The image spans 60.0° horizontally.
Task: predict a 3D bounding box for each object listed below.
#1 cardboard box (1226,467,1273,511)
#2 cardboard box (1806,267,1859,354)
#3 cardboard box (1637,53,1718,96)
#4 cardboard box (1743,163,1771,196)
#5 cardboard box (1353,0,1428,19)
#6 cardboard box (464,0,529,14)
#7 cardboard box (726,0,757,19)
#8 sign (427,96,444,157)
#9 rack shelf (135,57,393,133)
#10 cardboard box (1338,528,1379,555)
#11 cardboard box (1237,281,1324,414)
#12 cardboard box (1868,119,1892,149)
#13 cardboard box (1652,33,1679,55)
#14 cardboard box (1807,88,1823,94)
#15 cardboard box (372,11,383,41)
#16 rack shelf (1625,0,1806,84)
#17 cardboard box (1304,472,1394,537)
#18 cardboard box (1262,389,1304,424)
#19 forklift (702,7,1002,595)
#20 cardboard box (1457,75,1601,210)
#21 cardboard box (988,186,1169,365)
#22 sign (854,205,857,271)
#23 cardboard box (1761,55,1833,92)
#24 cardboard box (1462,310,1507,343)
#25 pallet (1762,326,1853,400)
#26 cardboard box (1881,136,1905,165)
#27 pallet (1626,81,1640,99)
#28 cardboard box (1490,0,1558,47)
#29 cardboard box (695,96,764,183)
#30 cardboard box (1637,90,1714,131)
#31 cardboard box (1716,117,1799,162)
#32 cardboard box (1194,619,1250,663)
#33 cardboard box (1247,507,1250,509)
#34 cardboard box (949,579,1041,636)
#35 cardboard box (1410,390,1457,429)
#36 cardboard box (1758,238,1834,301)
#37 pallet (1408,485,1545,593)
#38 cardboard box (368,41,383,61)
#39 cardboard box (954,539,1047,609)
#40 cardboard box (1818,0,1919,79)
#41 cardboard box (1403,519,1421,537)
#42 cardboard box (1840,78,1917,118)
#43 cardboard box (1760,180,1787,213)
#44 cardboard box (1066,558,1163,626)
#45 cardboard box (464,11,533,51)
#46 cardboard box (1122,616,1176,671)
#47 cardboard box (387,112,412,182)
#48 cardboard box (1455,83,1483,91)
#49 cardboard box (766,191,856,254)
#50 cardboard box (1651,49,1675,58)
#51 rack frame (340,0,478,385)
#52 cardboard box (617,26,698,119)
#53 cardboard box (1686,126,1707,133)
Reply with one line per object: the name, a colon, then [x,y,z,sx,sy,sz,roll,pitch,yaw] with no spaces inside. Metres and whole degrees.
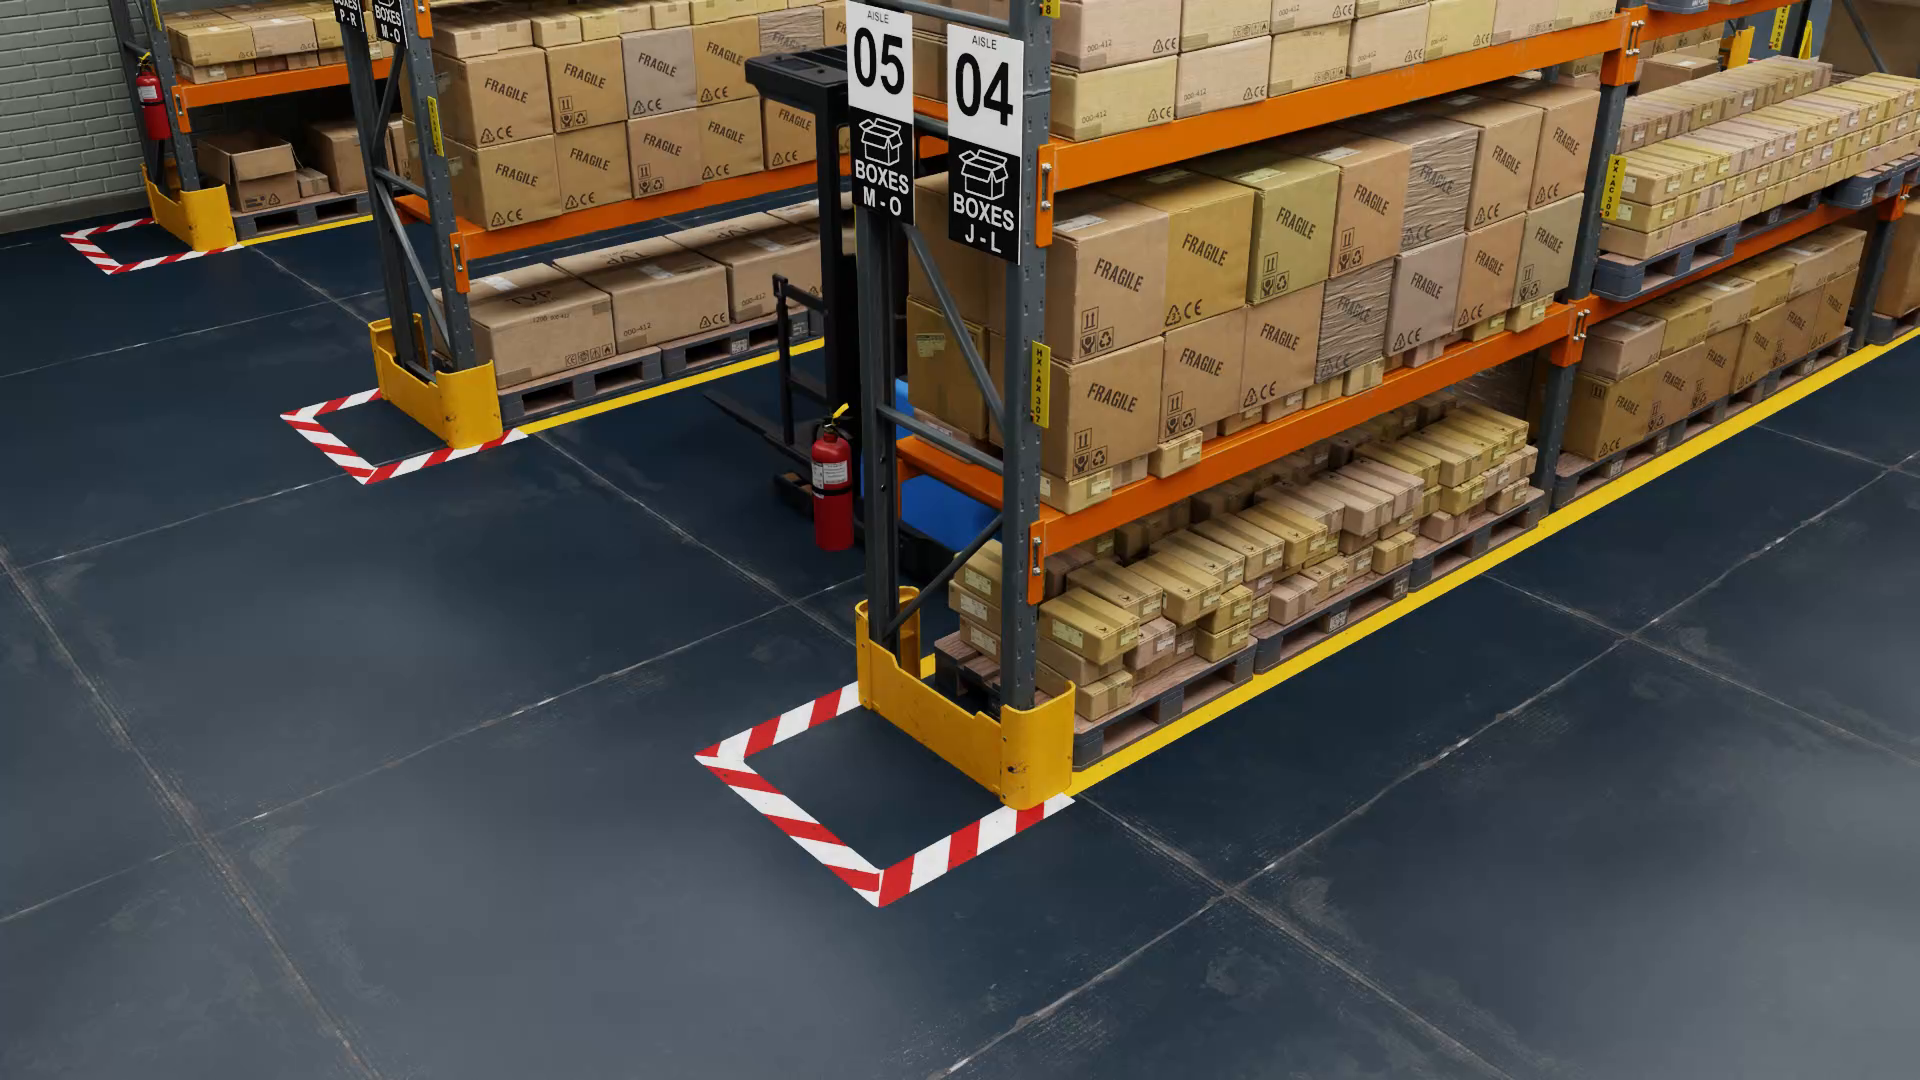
cardboard box: [1.387,-0.309,8.593,0.250,0.149,0.380,-22,35,-35]
cardboard box: [5.701,-1.630,11.324,0.500,0.500,0.500,-22,35,-35]
cardboard box: [6.964,-4.412,16.172,0.500,0.500,0.500,-22,35,-35]
cardboard box: [4.381,-2.102,9.506,0.250,0.149,0.380,-20,34,-33]
cardboard box: [1.621,-2.379,6.965,0.500,0.250,0.500,-23,36,-37]
cardboard box: [-2.881,-3.287,10.363,0.250,0.149,0.380,-22,35,-35]
cardboard box: [-1.519,-3.476,10.717,0.250,0.149,0.380,-22,35,-35]
sign: [-2.988,-2.355,9.471,0.005,0.325,0.100,-22,35,-35]
rack shelf: [-5.046,-4.212,14.712,4.000,0.370,1.077,-22,35,-35]
cardboard box: [1.913,-0.090,8.500,0.250,0.149,0.380,-24,36,-37]
cardboard box: [1.239,-0.927,7.380,0.500,0.500,0.500,-21,35,-34]
cardboard box: [5.552,-2.570,10.381,0.250,0.149,0.380,-21,35,-34]
cardboard box: [7.605,-5.685,18.382,0.500,0.500,0.500,-23,36,-36]
cardboard box: [5.534,-2.972,11.134,0.250,0.149,0.380,-20,34,-33]
cardboard box: [-4.906,-4.499,14.330,0.500,0.250,0.500,-23,36,-36]
rack shelf: [4.511,-3.236,9.703,4.000,0.370,1.077,-22,35,-35]
cardboard box: [1.943,-0.181,8.355,0.250,0.149,0.380,-23,36,-37]
cardboard box: [1.348,-0.689,7.624,0.250,0.149,0.380,-23,36,-36]
forklift: [-0.426,-1.577,9.091,1.130,2.935,3.031,-21,34,-34]
cardboard box: [2.807,-1.994,8.316,0.500,0.500,0.500,-23,36,-37]
cardboard box: [0.460,-1.053,6.556,0.500,0.500,0.500,-22,35,-35]
sign: [-0.399,-1.250,6.843,0.005,0.325,0.100,-22,35,-35]
cardboard box: [5.552,-3.106,11.069,0.250,0.149,0.380,-22,35,-35]
cardboard box: [2.557,-1.158,8.501,0.250,0.149,0.380,-20,34,-33]
pallet: [5.437,-1.374,11.597,1.213,0.211,1.003,-22,35,-35]
cardboard box: [5.765,-2.526,10.614,0.250,0.149,0.380,-22,35,-35]
pallet: [7.202,-5.173,18.706,1.213,0.211,1.003,-22,35,-35]
cardboard box: [2.404,-2.480,7.684,0.500,0.250,0.500,-22,35,-35]
cardboard box: [-1.656,-2.700,11.014,0.500,0.500,0.500,-21,34,-33]
cardboard box: [4.364,-2.629,10.178,0.250,0.149,0.380,-22,35,-36]
cardboard box: [4.570,-2.307,9.574,0.250,0.149,0.380,-20,34,-33]
cardboard box: [1.149,0.405,7.889,0.250,0.149,0.380,-21,35,-34]
cardboard box: [1.341,-0.206,8.717,0.250,0.149,0.380,-21,35,-34]
cardboard box: [0.163,0.282,7.803,0.250,0.149,0.380,-23,36,-36]
cardboard box: [2.593,-0.778,9.471,0.250,0.149,0.380,-20,34,-33]
cardboard box: [5.305,-1.794,10.835,0.500,0.250,0.500,-21,35,-34]
pallet: [2.501,-0.171,9.345,1.213,0.211,1.003,-22,35,-35]
cardboard box: [-5.127,-4.185,14.165,0.250,0.149,0.380,-23,36,-36]
cardboard box: [0.185,0.162,7.712,0.250,0.149,0.380,-21,35,-34]
cardboard box: [6.380,-3.461,11.377,0.500,0.500,0.700,-22,35,-35]
cardboard box: [2.222,-0.114,8.859,0.250,0.149,0.380,-23,36,-36]
cardboard box: [5.764,-2.789,10.475,0.250,0.149,0.380,-22,35,-35]
cardboard box: [4.577,-2.050,9.724,0.250,0.149,0.380,-23,36,-36]
cardboard box: [0.697,0.249,7.550,0.250,0.149,0.380,-21,35,-34]
cardboard box: [-2.740,-3.025,9.873,0.250,0.149,0.380,-21,35,-34]
cardboard box: [0.756,0.414,7.556,0.250,0.149,0.380,-22,35,-35]
cardboard box: [-4.898,-3.527,14.873,0.500,0.500,0.500,-21,35,-34]
cardboard box: [2.488,-2.184,8.672,0.500,0.500,0.500,-21,35,-34]
cardboard box: [-0.848,-2.264,12.577,0.875,0.438,0.875,-22,35,-36]
cardboard box: [7.595,-5.344,18.540,0.500,0.250,0.500,-23,36,-37]
rack frame: [-3.343,-2.139,10.070,0.127,3.000,1.000,-22,35,-35]
cardboard box: [-2.018,-2.989,10.494,0.500,0.500,0.500,-22,35,-35]
cardboard box: [4.353,-2.493,10.239,0.250,0.149,0.380,-20,34,-33]
